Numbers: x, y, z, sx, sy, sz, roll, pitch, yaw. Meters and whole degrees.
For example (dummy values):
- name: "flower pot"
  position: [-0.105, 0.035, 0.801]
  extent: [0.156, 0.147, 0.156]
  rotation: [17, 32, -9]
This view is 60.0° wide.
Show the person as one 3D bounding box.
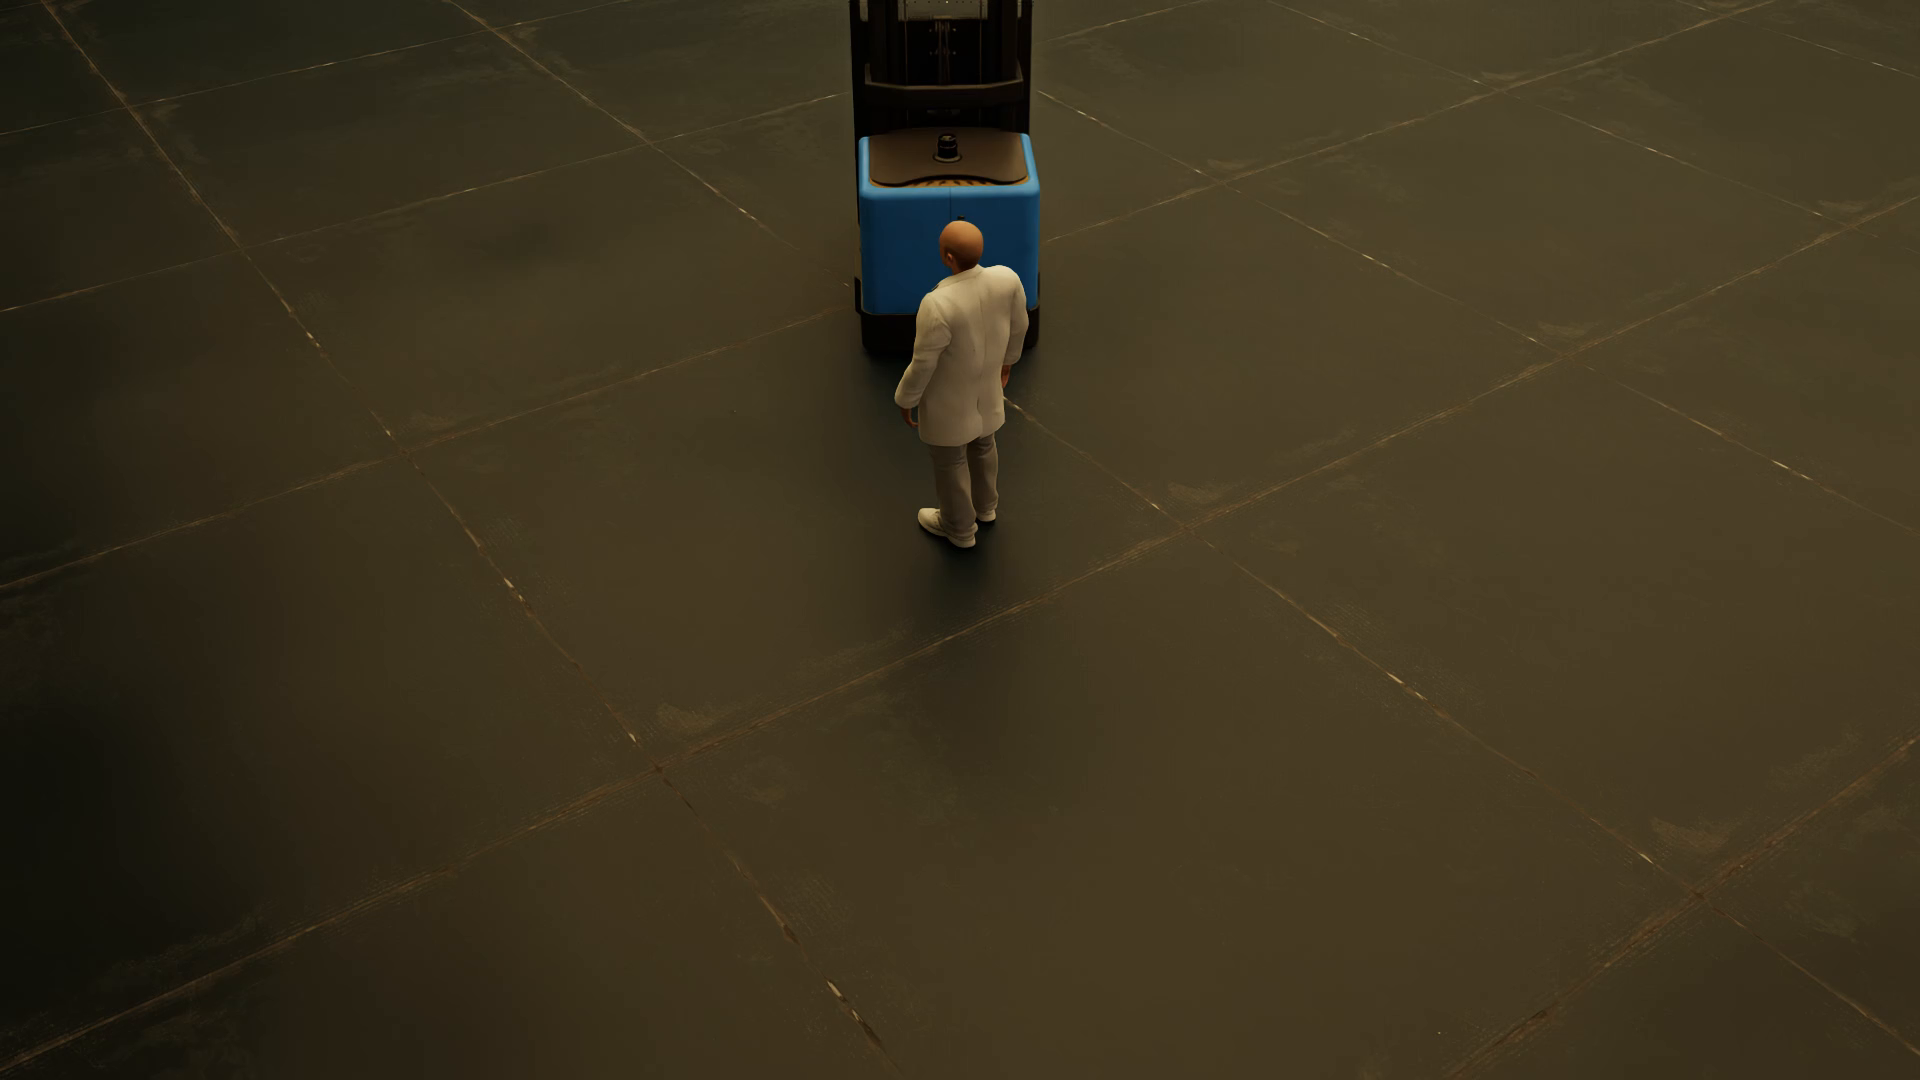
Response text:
- name: "person"
  position: [-0.050, -0.766, 7.939]
  extent: [0.698, 1.777, 0.578]
  rotation: [-23, 42, -28]

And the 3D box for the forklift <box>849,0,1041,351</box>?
- name: "forklift"
  position: [-0.127, -3.144, 10.197]
  extent: [1.130, 2.935, 3.031]
  rotation: [-2, 37, -2]
